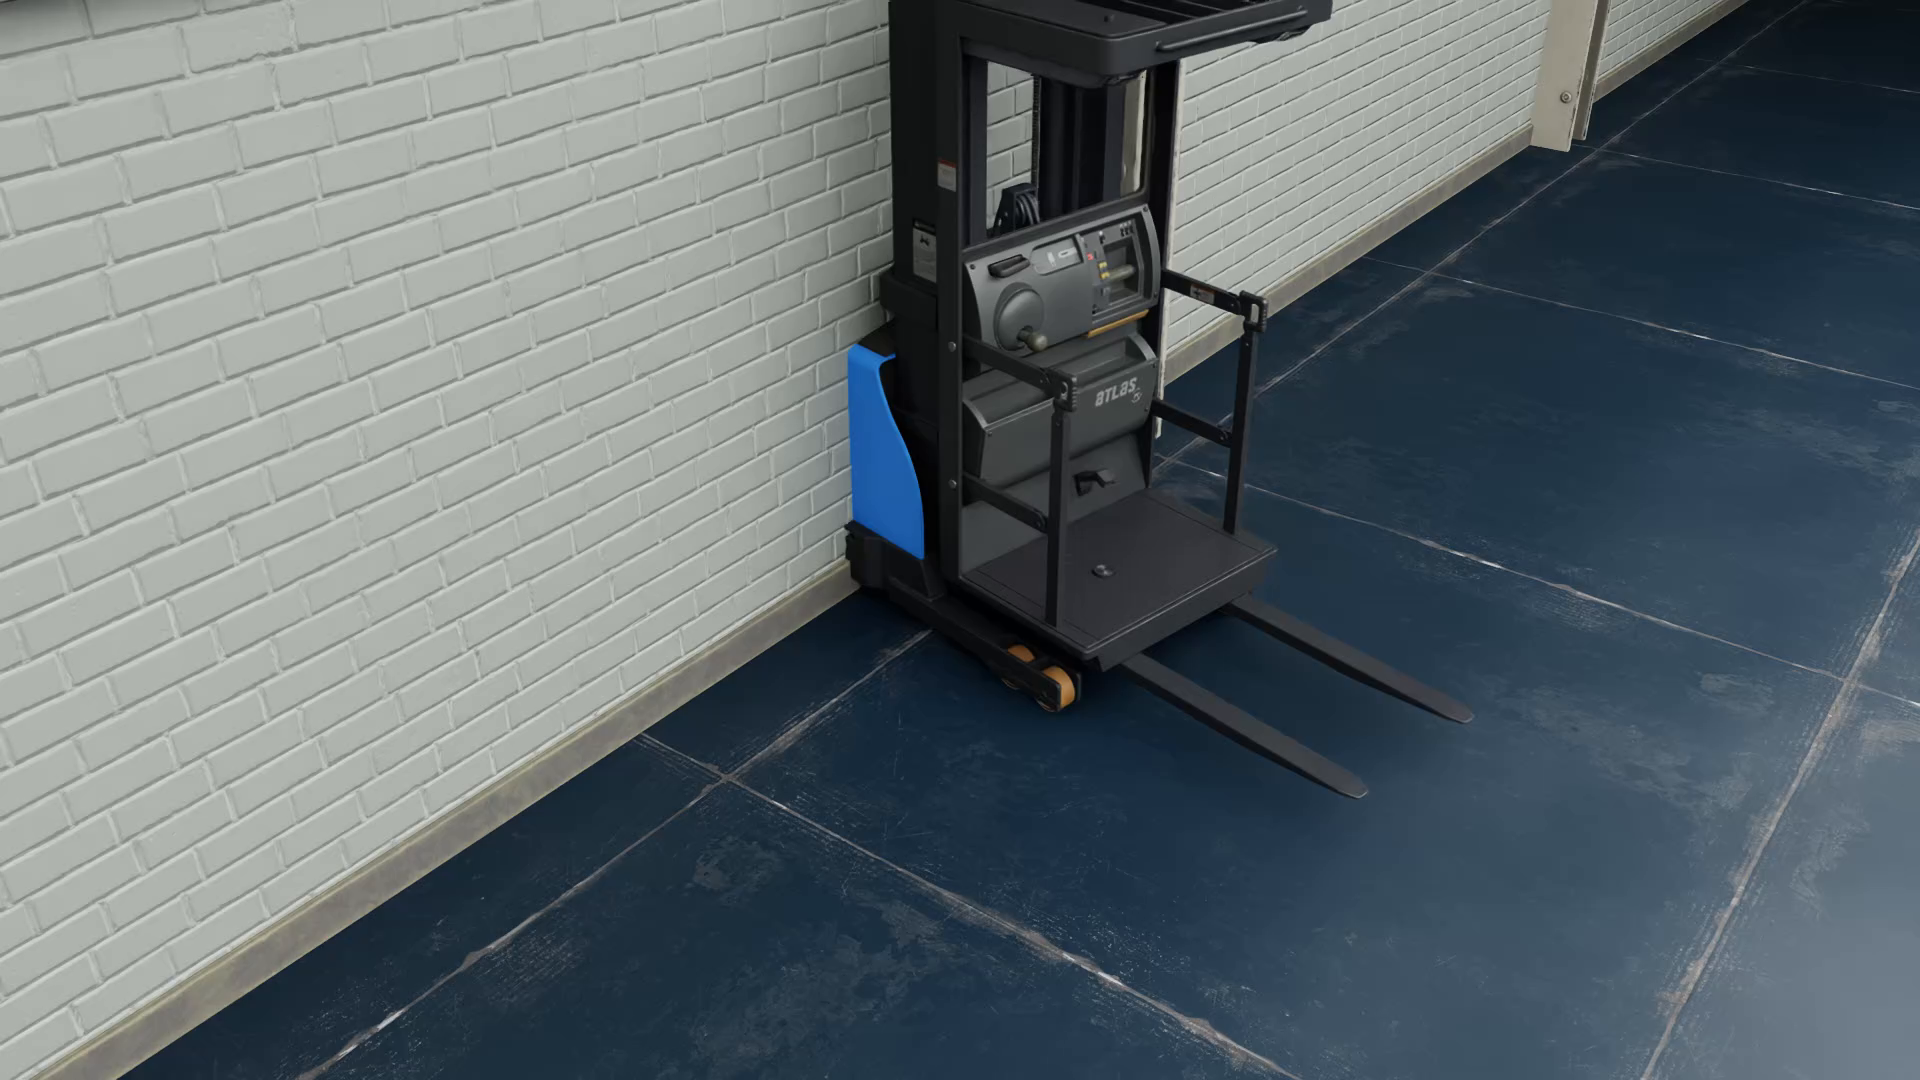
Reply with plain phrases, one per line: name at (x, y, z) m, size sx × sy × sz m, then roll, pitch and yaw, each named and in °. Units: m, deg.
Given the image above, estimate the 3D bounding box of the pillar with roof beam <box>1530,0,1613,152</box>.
pillar with roof beam at (7.795, -5.466, 7.647) m, size 9.100 × 9.000 × 0.400 m, roll 21°, pitch 37°, yaw 31°

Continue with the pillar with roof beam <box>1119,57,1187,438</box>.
pillar with roof beam at (4.173, -3.028, 3.532) m, size 9.100 × 9.000 × 0.400 m, roll 21°, pitch 37°, yaw 31°

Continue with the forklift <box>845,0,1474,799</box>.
forklift at (0.531, -0.917, 5.923) m, size 1.130 × 2.935 × 3.031 m, roll -25°, pitch 39°, yaw -35°
